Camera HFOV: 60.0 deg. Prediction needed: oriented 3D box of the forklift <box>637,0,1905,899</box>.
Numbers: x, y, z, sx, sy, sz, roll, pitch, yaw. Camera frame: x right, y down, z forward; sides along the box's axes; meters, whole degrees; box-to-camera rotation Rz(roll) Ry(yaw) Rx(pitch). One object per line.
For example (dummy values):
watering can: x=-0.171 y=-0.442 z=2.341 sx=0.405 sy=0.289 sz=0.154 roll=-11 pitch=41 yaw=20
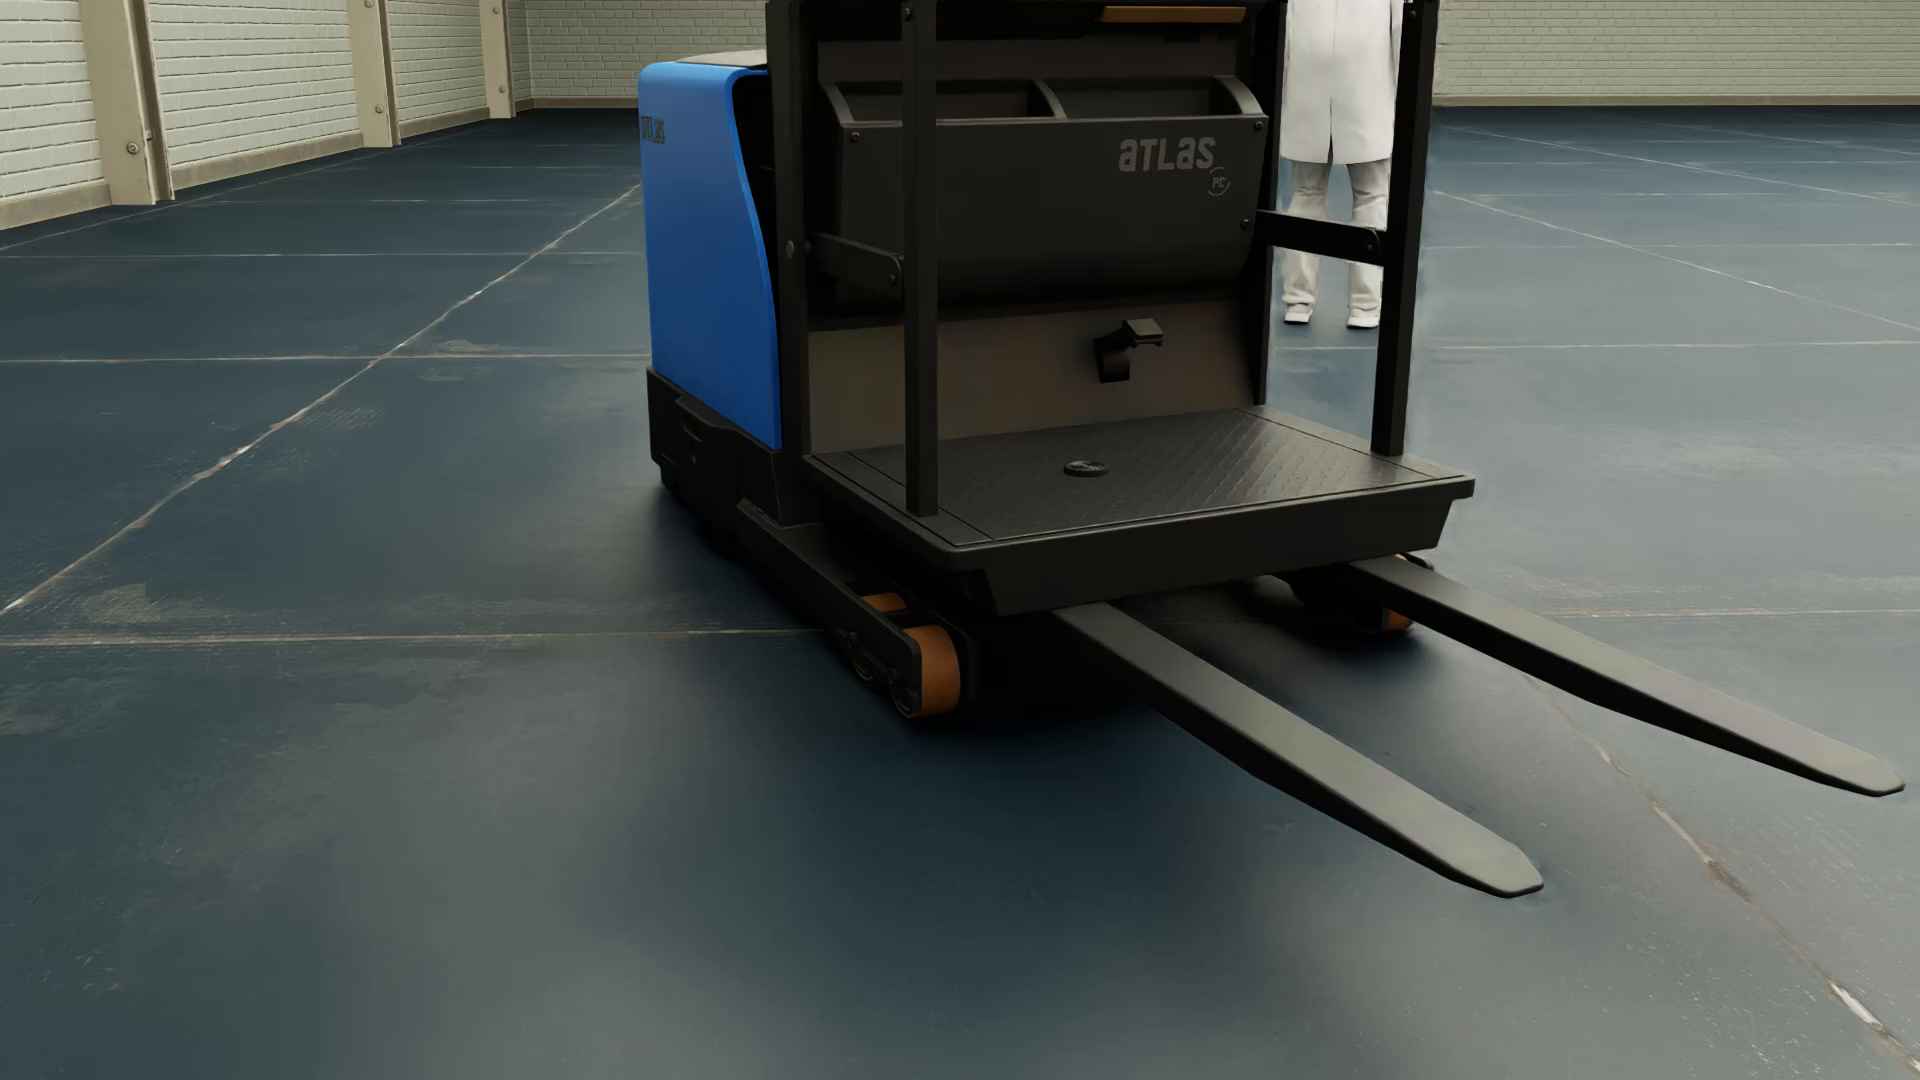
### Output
forklift: x=0.269 y=-1.234 z=2.941 sx=1.130 sy=2.935 sz=3.031 roll=-8 pitch=19 yaw=-24

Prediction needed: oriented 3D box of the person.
person: x=1.522 y=-1.754 z=6.623 sx=0.643 sy=1.773 sz=0.433 roll=8 pitch=19 yaw=25
